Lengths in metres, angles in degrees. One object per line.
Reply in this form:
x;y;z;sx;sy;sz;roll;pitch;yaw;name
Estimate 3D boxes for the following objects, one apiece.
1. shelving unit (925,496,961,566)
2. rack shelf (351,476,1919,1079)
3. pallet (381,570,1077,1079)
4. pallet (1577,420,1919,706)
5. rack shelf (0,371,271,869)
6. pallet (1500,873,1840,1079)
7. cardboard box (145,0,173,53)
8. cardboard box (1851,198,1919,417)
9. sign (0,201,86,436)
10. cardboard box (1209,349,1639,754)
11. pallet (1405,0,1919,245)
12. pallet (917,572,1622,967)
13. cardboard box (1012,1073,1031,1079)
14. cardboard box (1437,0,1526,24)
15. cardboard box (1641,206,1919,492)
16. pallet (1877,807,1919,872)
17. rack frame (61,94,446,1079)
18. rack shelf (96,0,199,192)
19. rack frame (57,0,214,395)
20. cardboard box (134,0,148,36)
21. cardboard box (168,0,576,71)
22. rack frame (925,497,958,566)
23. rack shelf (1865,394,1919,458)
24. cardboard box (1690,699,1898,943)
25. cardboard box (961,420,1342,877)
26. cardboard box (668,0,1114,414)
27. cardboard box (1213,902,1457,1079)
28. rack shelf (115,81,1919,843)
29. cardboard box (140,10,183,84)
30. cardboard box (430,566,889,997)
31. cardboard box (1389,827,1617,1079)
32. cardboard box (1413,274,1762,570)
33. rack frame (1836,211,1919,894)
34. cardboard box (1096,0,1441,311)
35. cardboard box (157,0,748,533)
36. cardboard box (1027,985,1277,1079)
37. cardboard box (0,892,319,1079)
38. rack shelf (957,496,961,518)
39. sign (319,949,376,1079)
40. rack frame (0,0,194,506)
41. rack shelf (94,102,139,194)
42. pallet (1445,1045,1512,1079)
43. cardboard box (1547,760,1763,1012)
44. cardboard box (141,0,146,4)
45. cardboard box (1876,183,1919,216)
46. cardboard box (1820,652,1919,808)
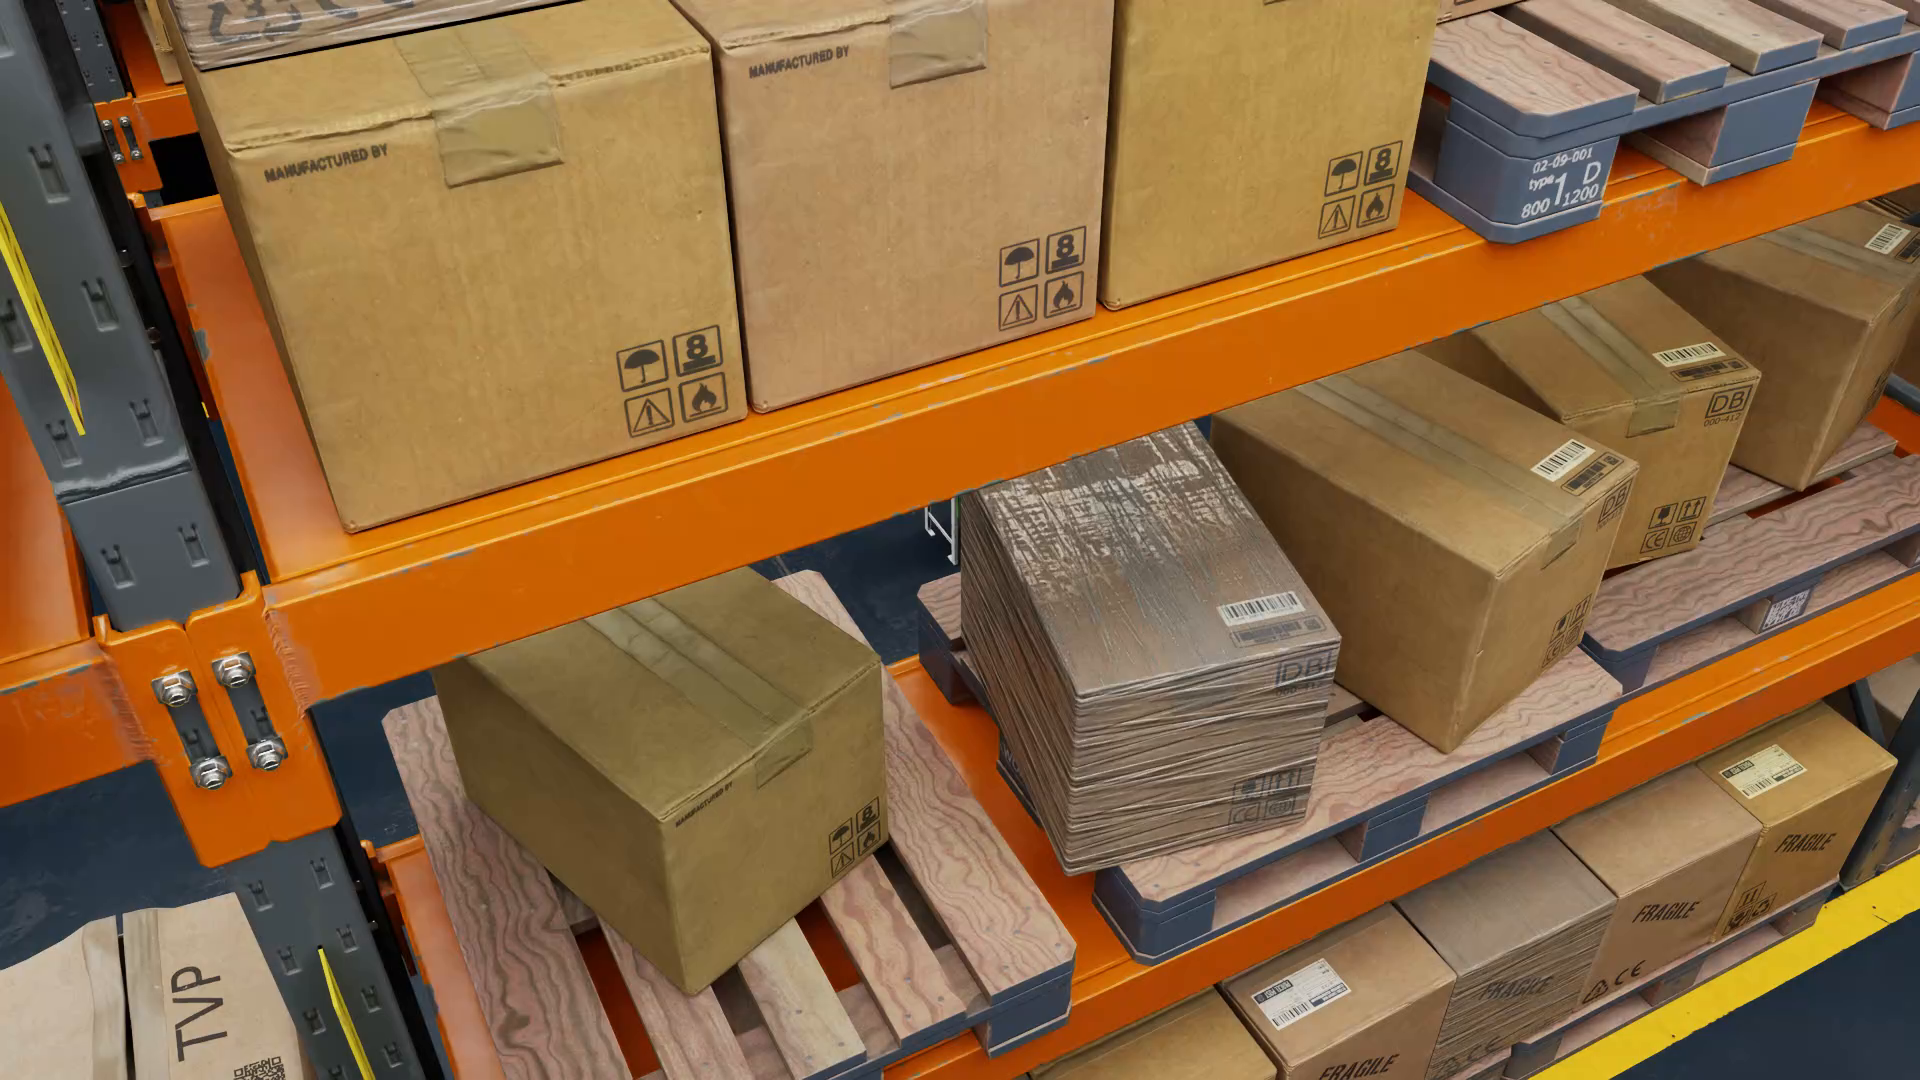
0.147;-0.507;5.921;0.503;1.200;0.258;-19;44;-21;shelving unit
0.707;0.484;3.914;4.000;0.370;1.077;-19;44;-21;rack shelf
-0.498;0.637;3.325;1.003;0.211;1.213;-19;44;-21;pallet
1.722;-0.138;4.240;1.213;0.211;1.003;-19;44;-21;pallet
-2.840;0.533;1.534;4.000;0.370;1.077;-19;44;-21;rack shelf
1.777;0.941;4.975;1.213;0.211;1.003;-19;44;-21;pallet
-2.809;-2.189;6.191;0.500;0.500;0.500;-17;43;-19;cardboard box
2.806;-0.722;4.704;0.500;0.500;0.500;-18;43;-20;cardboard box
-0.817;-0.246;1.436;0.005;0.325;0.100;-19;44;-21;sign
0.943;-0.023;3.554;0.500;0.500;0.700;-30;49;-31;cardboard box
0.952;-0.995;2.928;1.003;0.211;1.213;-19;44;-21;pallet
0.656;0.296;3.727;1.213;0.211;1.003;-19;44;-21;pallet
-0.069;1.461;3.797;0.500;0.500;0.500;-20;44;-22;cardboard box
0.819;-1.261;2.617;0.600;0.600;0.600;-20;44;-22;cardboard box
1.958;-0.573;4.203;0.700;0.500;0.500;31;49;31;cardboard box
3.091;0.472;5.529;1.213;0.211;1.003;-19;44;-21;pallet
-1.066;0.806;2.976;0.127;3.000;1.000;-19;44;-21;rack frame
-1.584;-2.354;7.266;4.000;0.370;1.077;-19;44;-21;rack shelf
-3.358;-2.031;6.328;0.127;3.000;1.000;-19;44;-21;rack frame
-3.187;-2.187;6.691;0.250;0.149;0.380;-18;43;-20;cardboard box
-0.677;-0.885;1.801;0.500;0.500;0.500;-19;44;-21;cardboard box
-0.070;-0.435;5.835;0.015;1.200;0.240;-19;44;-21;rack frame
4.255;-0.710;5.324;4.000;0.370;1.077;-19;44;-21;rack shelf
2.176;0.710;4.684;0.500;0.500;0.500;-19;44;-21;cardboard box
0.339;0.192;3.300;0.500;0.500;0.700;-11;41;-13;cardboard box
-0.243;-0.679;2.331;0.500;0.500;0.910;-19;44;-21;cardboard box
0.839;1.155;4.158;0.500;0.500;0.500;-20;44;-22;cardboard box
0.707;-0.661;2.944;4.000;0.370;1.077;-19;44;-21;rack shelf
-2.959;-1.909;6.362;0.250;0.149;0.380;-19;44;-21;cardboard box
-0.560;0.355;3.106;0.700;0.500;0.500;31;49;31;cardboard box
1.289;1.002;4.339;0.500;0.500;0.500;-18;43;-20;cardboard box
1.377;-0.331;3.917;0.500;0.500;0.700;-12;42;-14;cardboard box
2.481;-0.388;4.386;0.127;3.000;1.000;-19;44;-21;rack frame
0.219;-0.834;2.514;0.500;0.500;0.910;-19;44;-21;cardboard box
-0.695;-0.526;2.151;0.500;0.500;0.910;-19;44;-21;cardboard box
0.378;1.314;3.970;0.500;0.500;0.500;-19;44;-21;cardboard box
-1.409;0.924;2.906;0.500;0.311;0.500;-16;43;-18;cardboard box
0.147;-0.275;6.117;0.480;0.148;0.258;-19;44;-21;rack shelf
-0.807;0.681;2.227;0.005;0.325;0.100;-19;44;-21;sign
-1.066;-1.484;1.038;0.127;3.000;1.000;-19;44;-21;rack frame
-5.132;-1.160;5.855;4.000;0.370;1.077;-19;44;-21;rack shelf
0.694;1.308;4.542;1.213;0.211;1.003;-19;44;-21;pallet
1.734;0.853;4.515;0.500;0.500;0.500;-18;44;-20;cardboard box
-3.061;-2.483;6.538;0.500;0.500;0.500;-18;44;-20;cardboard box
2.810;-1.107;4.385;0.500;0.500;0.500;-18;44;-20;cardboard box
2.954;0.469;5.114;0.500;0.311;0.500;-19;44;-21;cardboard box
